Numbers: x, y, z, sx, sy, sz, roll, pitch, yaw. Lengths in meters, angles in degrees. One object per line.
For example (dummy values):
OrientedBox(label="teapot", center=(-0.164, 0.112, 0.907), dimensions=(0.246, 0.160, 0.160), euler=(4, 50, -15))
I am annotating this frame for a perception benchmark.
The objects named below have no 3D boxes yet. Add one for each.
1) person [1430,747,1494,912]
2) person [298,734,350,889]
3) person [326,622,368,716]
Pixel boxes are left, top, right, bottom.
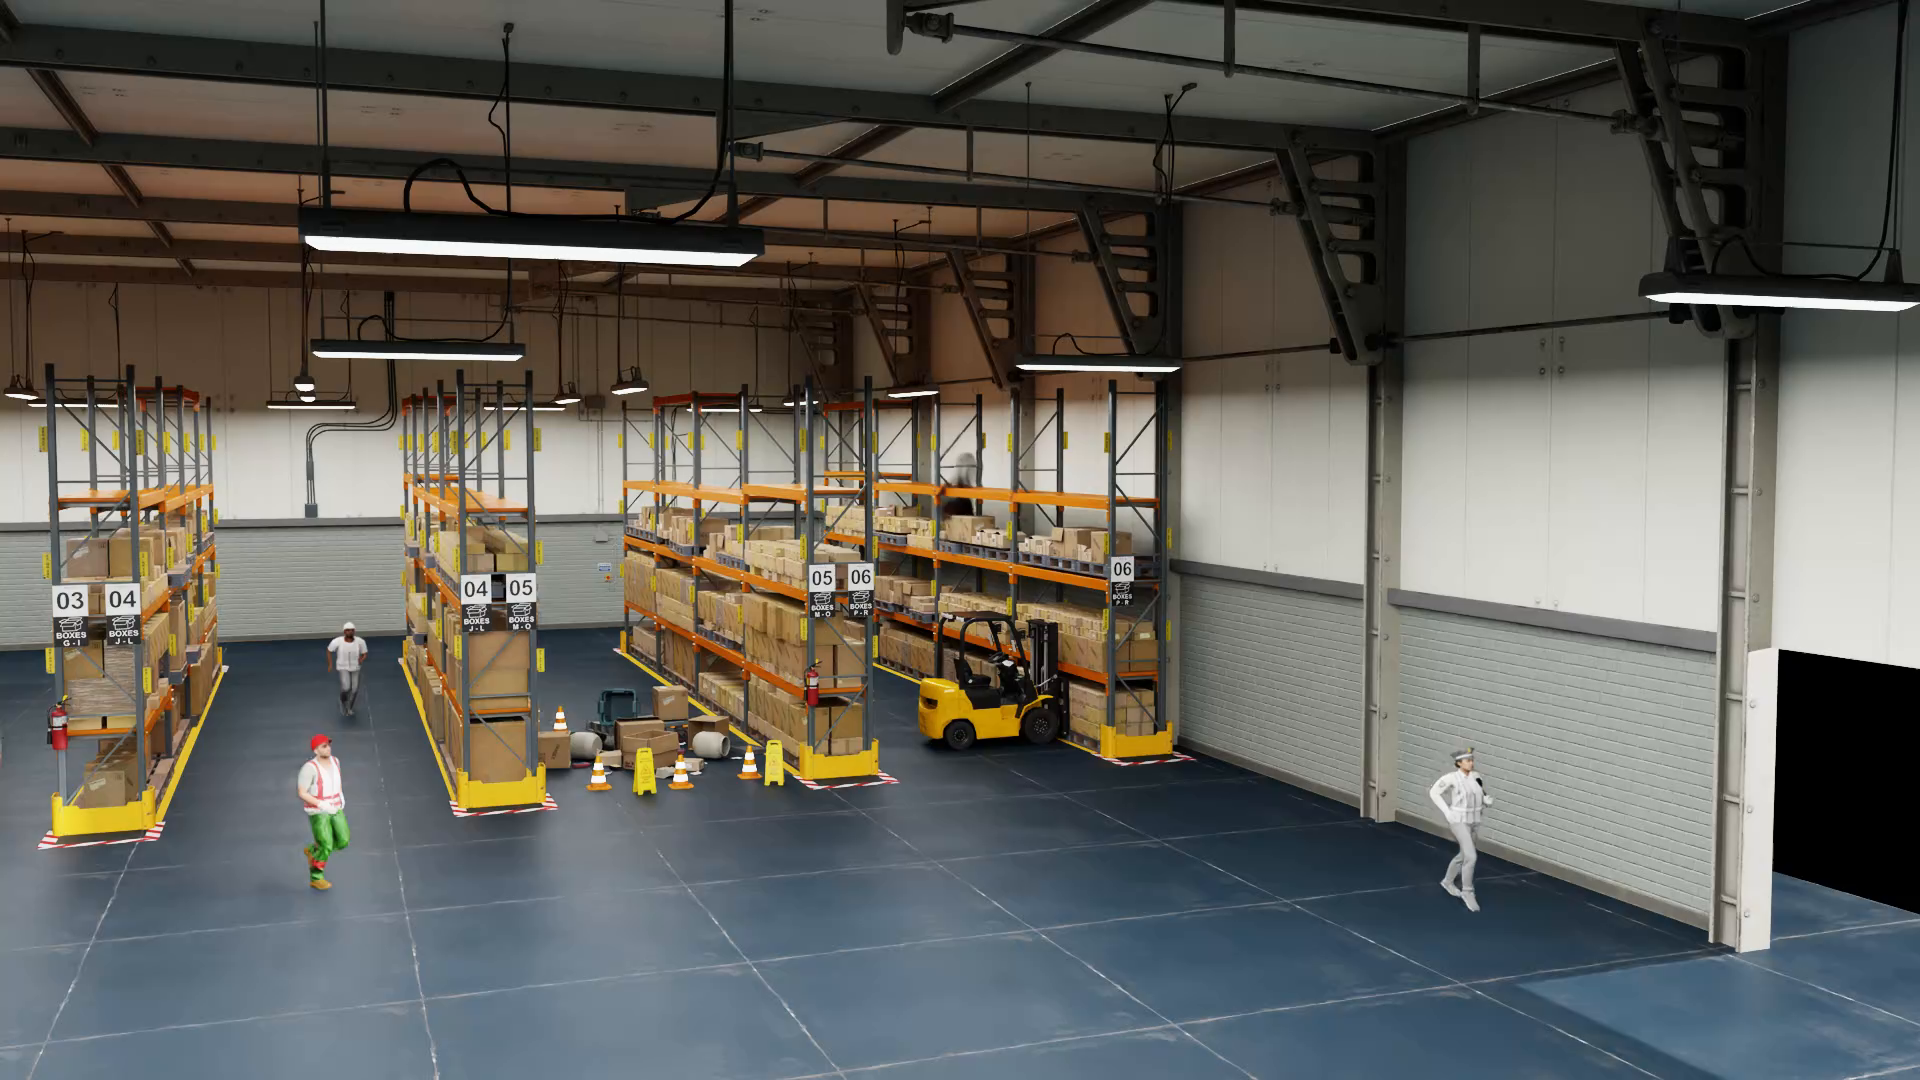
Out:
OrientedBox(label="person", center=(5.462, 3.103, 18.008), dimensions=(0.593, 1.753, 0.709), euler=(-2, 4, -29))
OrientedBox(label="person", center=(-7.151, 3.042, 18.705), dimensions=(0.668, 1.742, 0.675), euler=(2, 4, 25))
OrientedBox(label="person", center=(-11.121, 2.356, 30.259), dimensions=(0.680, 1.718, 0.722), euler=(-2, 4, -32))
